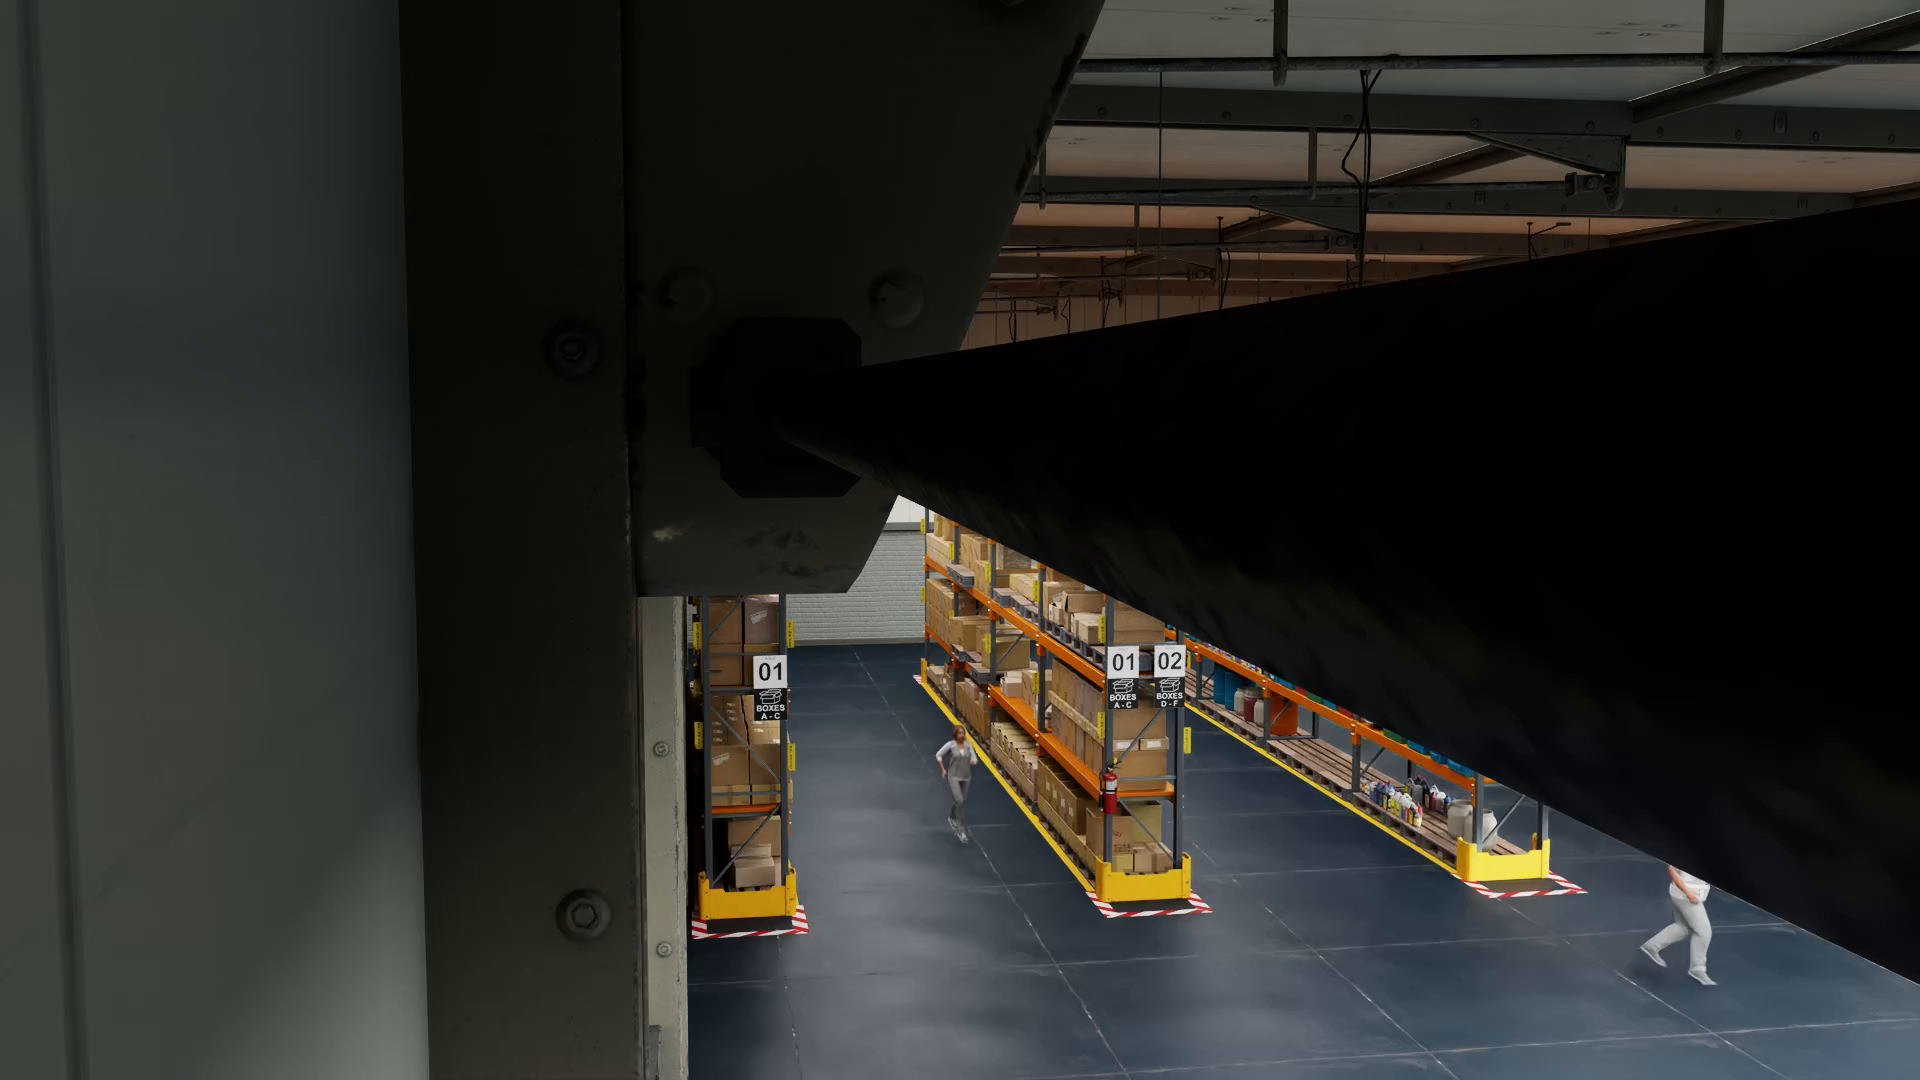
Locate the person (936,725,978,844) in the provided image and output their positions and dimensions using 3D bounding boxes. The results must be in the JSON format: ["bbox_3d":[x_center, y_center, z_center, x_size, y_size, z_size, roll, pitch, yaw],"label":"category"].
[{"bbox_3d":[-0.023,3.434,23.699,0.519,1.623,0.797,-3,6,-27],"label":"person"}]

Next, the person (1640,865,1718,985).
[{"bbox_3d":[7.817,3.876,18.024,0.793,1.841,0.675,2,6,26],"label":"person"}]
